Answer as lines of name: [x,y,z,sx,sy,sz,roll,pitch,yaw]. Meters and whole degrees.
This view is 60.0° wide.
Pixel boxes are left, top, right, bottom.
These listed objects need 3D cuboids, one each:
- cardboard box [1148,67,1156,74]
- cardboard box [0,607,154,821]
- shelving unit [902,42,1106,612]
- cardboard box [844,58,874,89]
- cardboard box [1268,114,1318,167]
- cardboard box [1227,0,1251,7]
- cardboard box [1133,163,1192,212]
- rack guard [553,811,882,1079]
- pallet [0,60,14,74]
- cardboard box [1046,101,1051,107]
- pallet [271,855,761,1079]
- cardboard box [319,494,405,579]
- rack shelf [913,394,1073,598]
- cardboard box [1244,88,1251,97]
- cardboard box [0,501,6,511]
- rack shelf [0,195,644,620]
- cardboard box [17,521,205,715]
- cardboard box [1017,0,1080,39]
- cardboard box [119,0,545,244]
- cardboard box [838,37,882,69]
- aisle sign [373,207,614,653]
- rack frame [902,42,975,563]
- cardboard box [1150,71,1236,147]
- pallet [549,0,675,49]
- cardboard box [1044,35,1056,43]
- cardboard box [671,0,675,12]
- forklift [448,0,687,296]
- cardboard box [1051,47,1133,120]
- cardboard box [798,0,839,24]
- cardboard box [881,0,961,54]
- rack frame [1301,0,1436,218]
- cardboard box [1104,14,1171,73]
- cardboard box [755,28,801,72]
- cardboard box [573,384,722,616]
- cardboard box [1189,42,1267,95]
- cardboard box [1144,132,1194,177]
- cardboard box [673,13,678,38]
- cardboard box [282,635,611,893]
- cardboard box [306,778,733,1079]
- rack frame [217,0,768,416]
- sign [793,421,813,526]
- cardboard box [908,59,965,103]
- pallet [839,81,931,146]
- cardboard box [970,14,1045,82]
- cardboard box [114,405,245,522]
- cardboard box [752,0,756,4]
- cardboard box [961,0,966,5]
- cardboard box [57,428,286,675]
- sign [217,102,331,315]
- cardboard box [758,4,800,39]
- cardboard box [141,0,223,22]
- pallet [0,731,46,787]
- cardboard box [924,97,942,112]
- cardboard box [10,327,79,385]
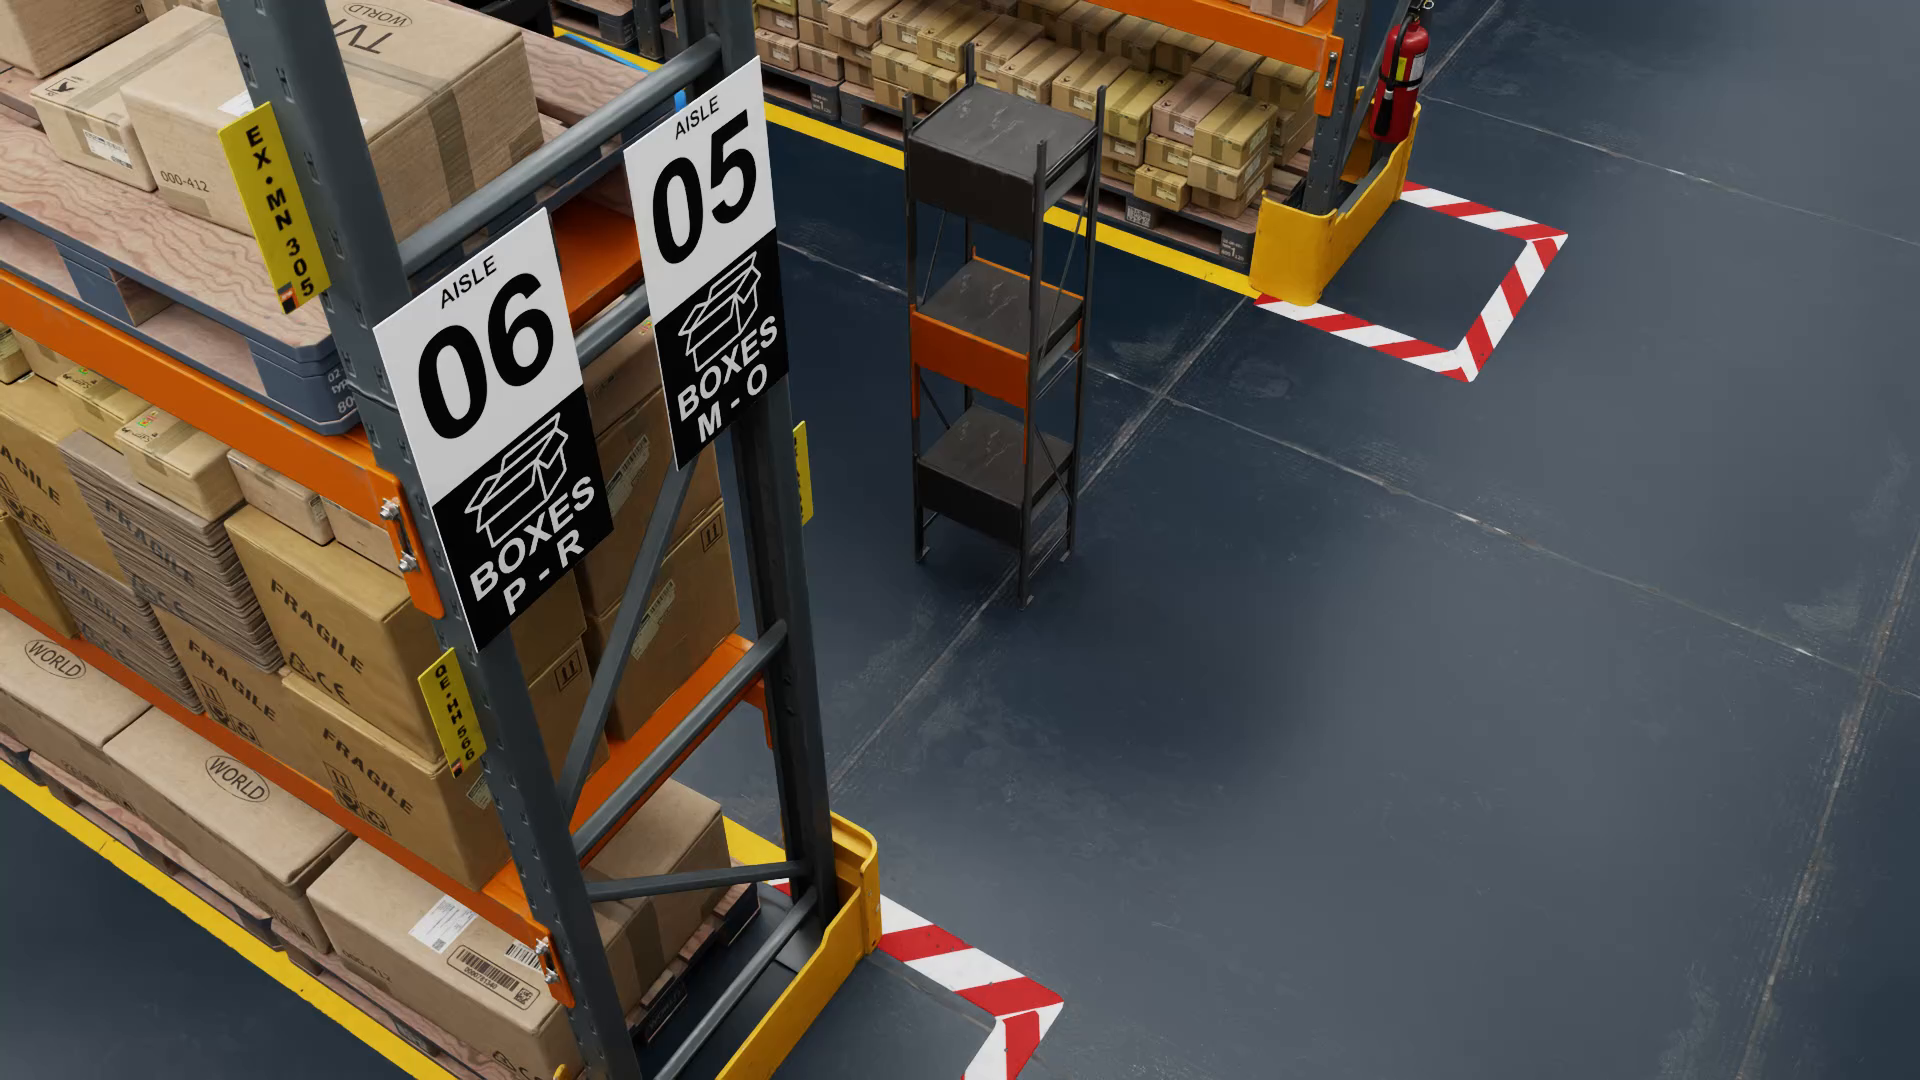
cardboard box: [0.962,-2.474,8.550,0.250,0.149,0.380,26,51,23]
cardboard box: [-2.854,0.366,5.797,0.875,0.438,0.875,23,50,21]
shelving unit: [0.139,-0.668,5.935,0.503,2.100,0.431,25,51,22]
cardboard box: [-0.411,-2.561,8.842,0.250,0.149,0.380,23,50,21]
cardboard box: [1.608,-2.062,8.358,0.250,0.149,0.380,26,51,23]
cardboard box: [1.260,-2.501,7.263,0.250,0.149,0.380,25,51,22]
cardboard box: [1.049,-1.783,8.086,0.250,0.149,0.380,26,51,23]
rack guard: [-0.691,1.394,5.047,0.348,0.500,1.175,25,51,22]
pallet: [-2.372,-1.253,3.847,1.213,0.211,1.003,25,51,22]
cardboard box: [0.396,-2.195,8.279,0.250,0.149,0.380,25,51,23]
pallet: [-1.427,1.223,5.414,1.213,0.211,1.003,25,51,22]
cardboard box: [-1.121,-0.114,3.550,0.250,0.149,0.380,25,51,23]
rack shelf: [0.139,-0.170,6.446,0.480,0.518,0.431,25,51,22]
cardboard box: [1.374,-2.268,8.350,0.250,0.149,0.380,24,51,22]
cardboard box: [-2.538,-0.486,4.364,0.500,0.500,0.500,24,51,22]
rack shelf: [-2.395,-1.055,4.094,4.000,0.370,1.077,25,51,22]
cardboard box: [-2.113,0.055,4.535,0.500,0.500,0.500,26,51,23]
cardboard box: [0.500,-2.779,8.639,0.250,0.149,0.380,25,51,23]
cardboard box: [-1.139,-0.780,3.067,0.500,0.250,0.500,20,49,19]
cardboard box: [-0.428,-2.642,8.713,0.250,0.149,0.380,27,52,24]
aisle sign: [-0.818,-0.177,3.018,0.004,0.787,0.394,25,51,22]
rack frame: [-0.066,-0.762,6.026,0.015,2.100,0.400,25,51,22]
cardboard box: [1.113,-2.058,7.938,0.250,0.149,0.380,26,51,23]
pallet: [-2.147,-3.391,9.898,1.213,0.211,1.003,25,51,22]
cardboard box: [0.437,-2.600,8.672,0.250,0.149,0.380,27,52,24]
cardboard box: [-1.359,-2.985,9.047,0.250,0.149,0.380,27,52,24]
forklift: [-2.616,-2.619,7.251,3.031,2.935,1.130,31,53,26]
cardboard box: [0.643,-2.220,8.096,0.250,0.149,0.380,23,50,21]
cardboard box: [-0.642,-2.866,8.724,0.250,0.149,0.380,23,50,21]
cardboard box: [-0.198,-2.663,8.526,0.250,0.149,0.380,23,50,21]
rack frame: [1.876,-2.514,7.101,0.127,3.000,1.000,25,51,22]
cardboard box: [0.925,-2.537,8.404,0.250,0.149,0.380,22,50,20]
cardboard box: [-0.897,-2.712,8.989,0.250,0.149,0.380,24,51,22]
cardboard box: [-0.961,-0.227,4.112,0.500,0.500,0.500,24,50,21]
cardboard box: [1.321,-2.316,8.189,0.250,0.149,0.380,26,51,23]
cardboard box: [1.087,-1.936,8.027,0.250,0.149,0.380,24,50,21]
cardboard box: [-1.358,-2.880,9.152,0.250,0.149,0.380,23,50,20]
cardboard box: [-1.260,0.452,4.149,0.500,0.500,0.500,25,51,22]
cardboard box: [-1.321,1.065,5.117,0.875,0.438,0.875,23,50,21]
rack frame: [-0.711,-1.577,2.008,0.127,3.000,1.000,25,51,22]
sign: [-0.407,-0.148,4.144,0.005,0.325,0.100,25,51,22]
cardboard box: [-0.056,-2.395,8.474,0.250,0.149,0.380,25,51,22]
pallet: [0.125,-2.380,8.915,1.213,0.211,1.003,25,51,22]
cardboard box: [0.225,-2.459,8.328,0.250,0.149,0.380,23,50,21]
cardboard box: [-1.611,-0.246,3.679,0.250,0.149,0.380,24,51,22]
cardboard box: [-1.113,-3.022,8.875,0.250,0.149,0.380,27,52,24]
cardboard box: [0.087,-2.981,8.836,0.250,0.149,0.380,23,50,21]
cardboard box: [-1.701,-0.097,3.986,0.500,0.500,0.500,25,51,22]
sign: [-1.016,-0.490,2.481,0.005,0.325,0.100,25,51,22]
cardboard box: [-0.873,-2.869,8.934,0.250,0.149,0.380,24,51,22]
cardboard box: [-1.503,-1.185,3.531,0.250,0.149,0.380,26,51,23]
pallet: [-3.480,0.279,6.332,1.213,0.211,1.003,25,51,22]
cardboard box: [0.019,-2.347,8.634,0.250,0.149,0.380,26,51,23]
cardboard box: [-1.982,-0.513,3.938,0.250,0.149,0.380,24,51,22]
